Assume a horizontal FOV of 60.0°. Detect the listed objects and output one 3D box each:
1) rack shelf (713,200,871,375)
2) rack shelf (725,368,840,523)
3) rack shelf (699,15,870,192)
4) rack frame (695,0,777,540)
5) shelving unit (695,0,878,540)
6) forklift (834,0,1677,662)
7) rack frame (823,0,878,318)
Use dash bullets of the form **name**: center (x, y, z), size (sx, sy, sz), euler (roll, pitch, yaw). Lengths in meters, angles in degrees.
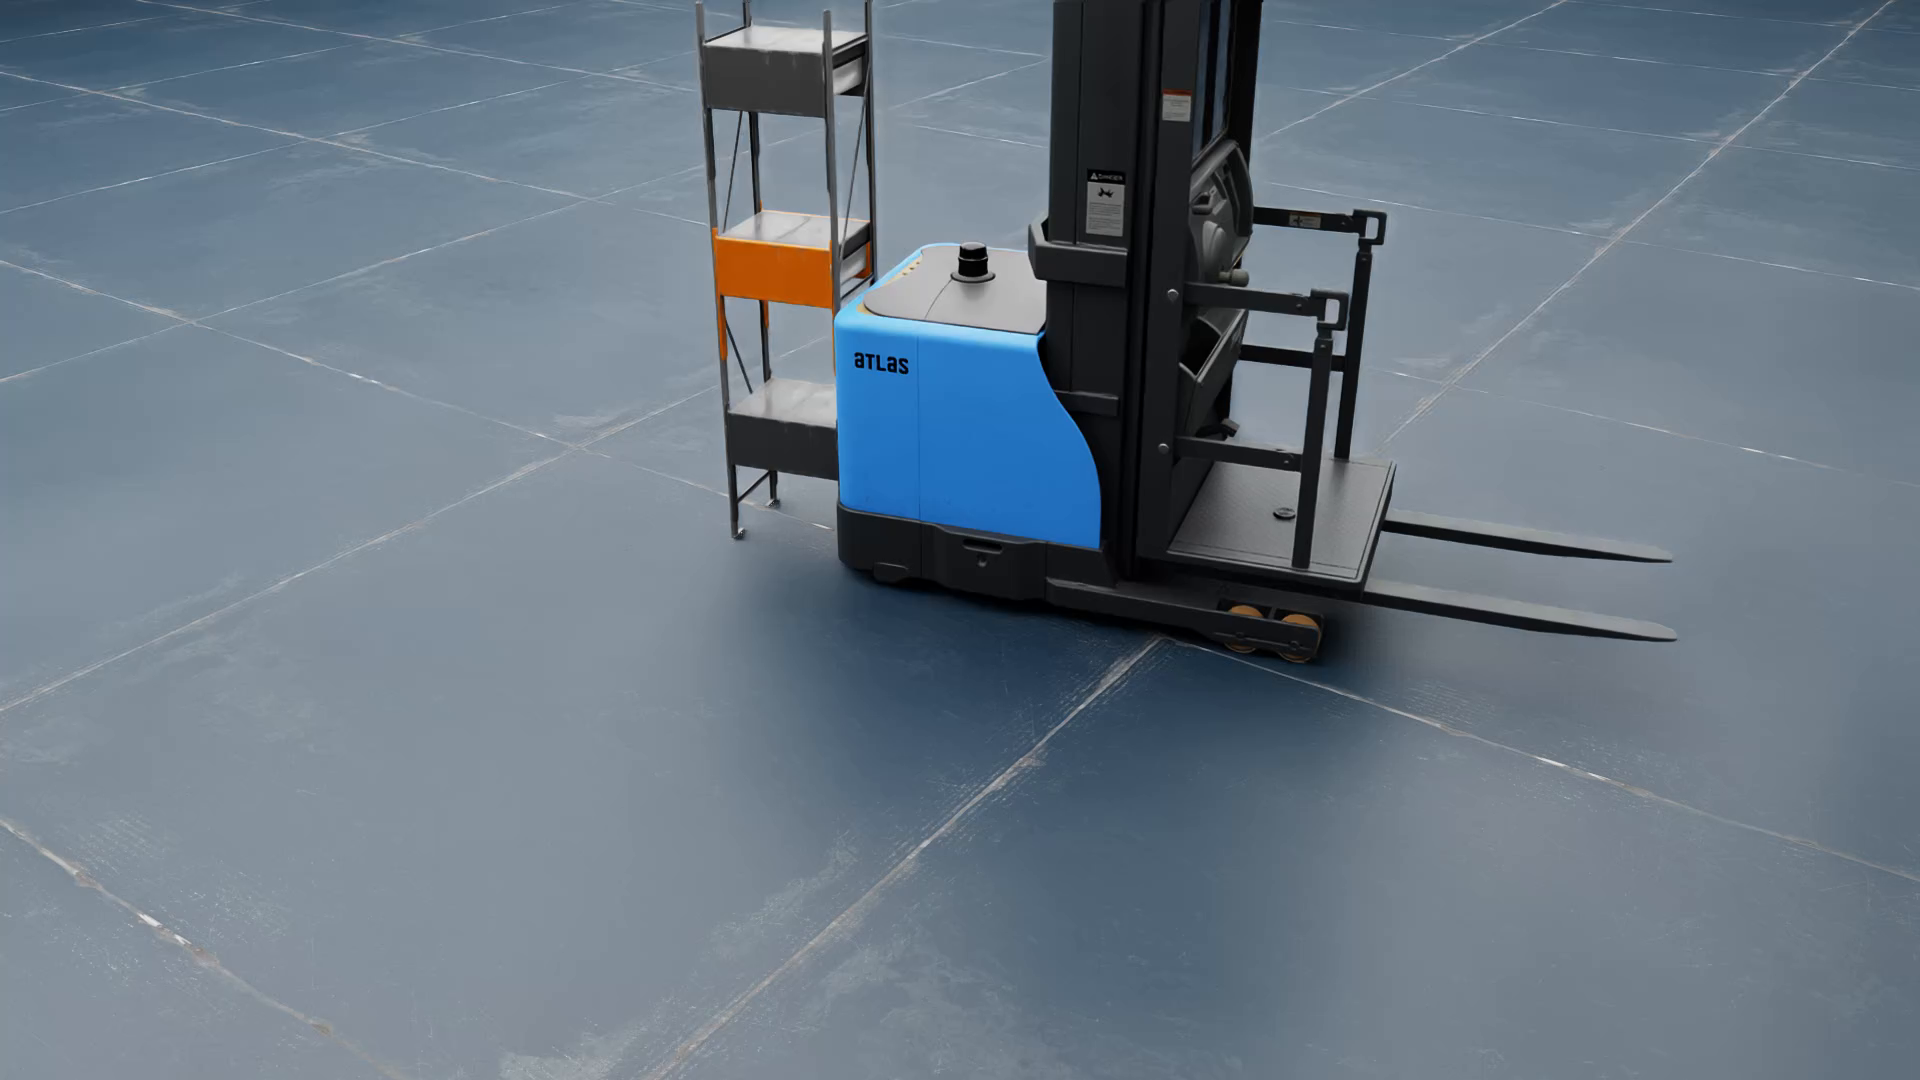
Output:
- **rack shelf**: center (-0.623, -0.974, 6.380), size (0.480, 0.518, 0.431), euler (9, 28, 17)
- **rack shelf**: center (-0.623, -0.351, 6.697), size (0.480, 0.518, 0.431), euler (9, 28, 17)
- **rack shelf**: center (-0.623, -1.598, 6.062), size (0.480, 0.518, 0.431), euler (9, 28, 17)
- **rack frame**: center (-0.853, -1.024, 6.447), size (0.015, 2.100, 0.400), euler (9, 28, 17)
- **shelving unit**: center (-0.623, -0.987, 6.374), size (0.503, 2.100, 0.431), euler (9, 28, 17)
- **forklift**: center (1.099, -1.145, 5.768), size (3.031, 2.935, 1.130), euler (9, 28, 17)
- **rack frame**: center (-0.393, -0.949, 6.300), size (0.015, 2.100, 0.400), euler (9, 28, 17)
